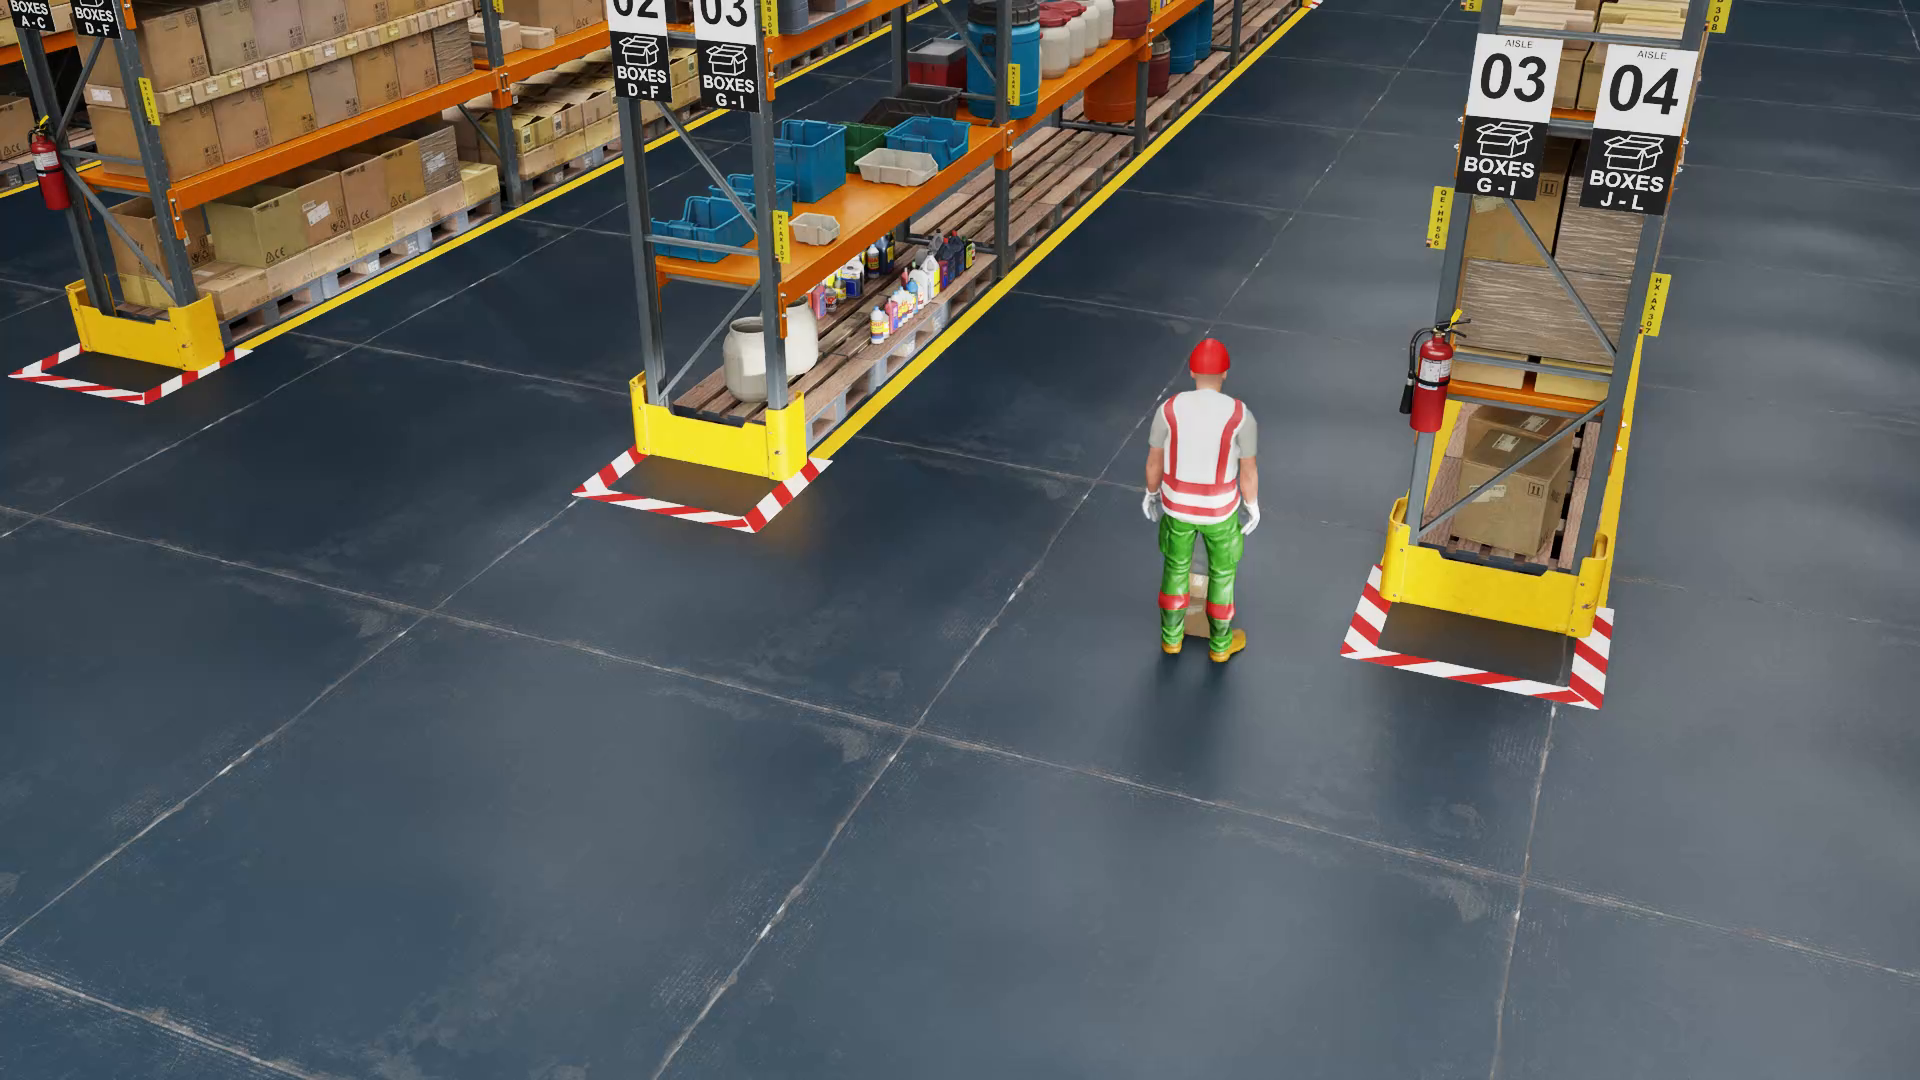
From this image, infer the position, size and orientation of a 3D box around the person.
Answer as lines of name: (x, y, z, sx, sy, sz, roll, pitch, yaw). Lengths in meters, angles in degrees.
person: (1.266, -0.196, 8.735, 0.618, 1.779, 0.451, 9, 31, 16)
